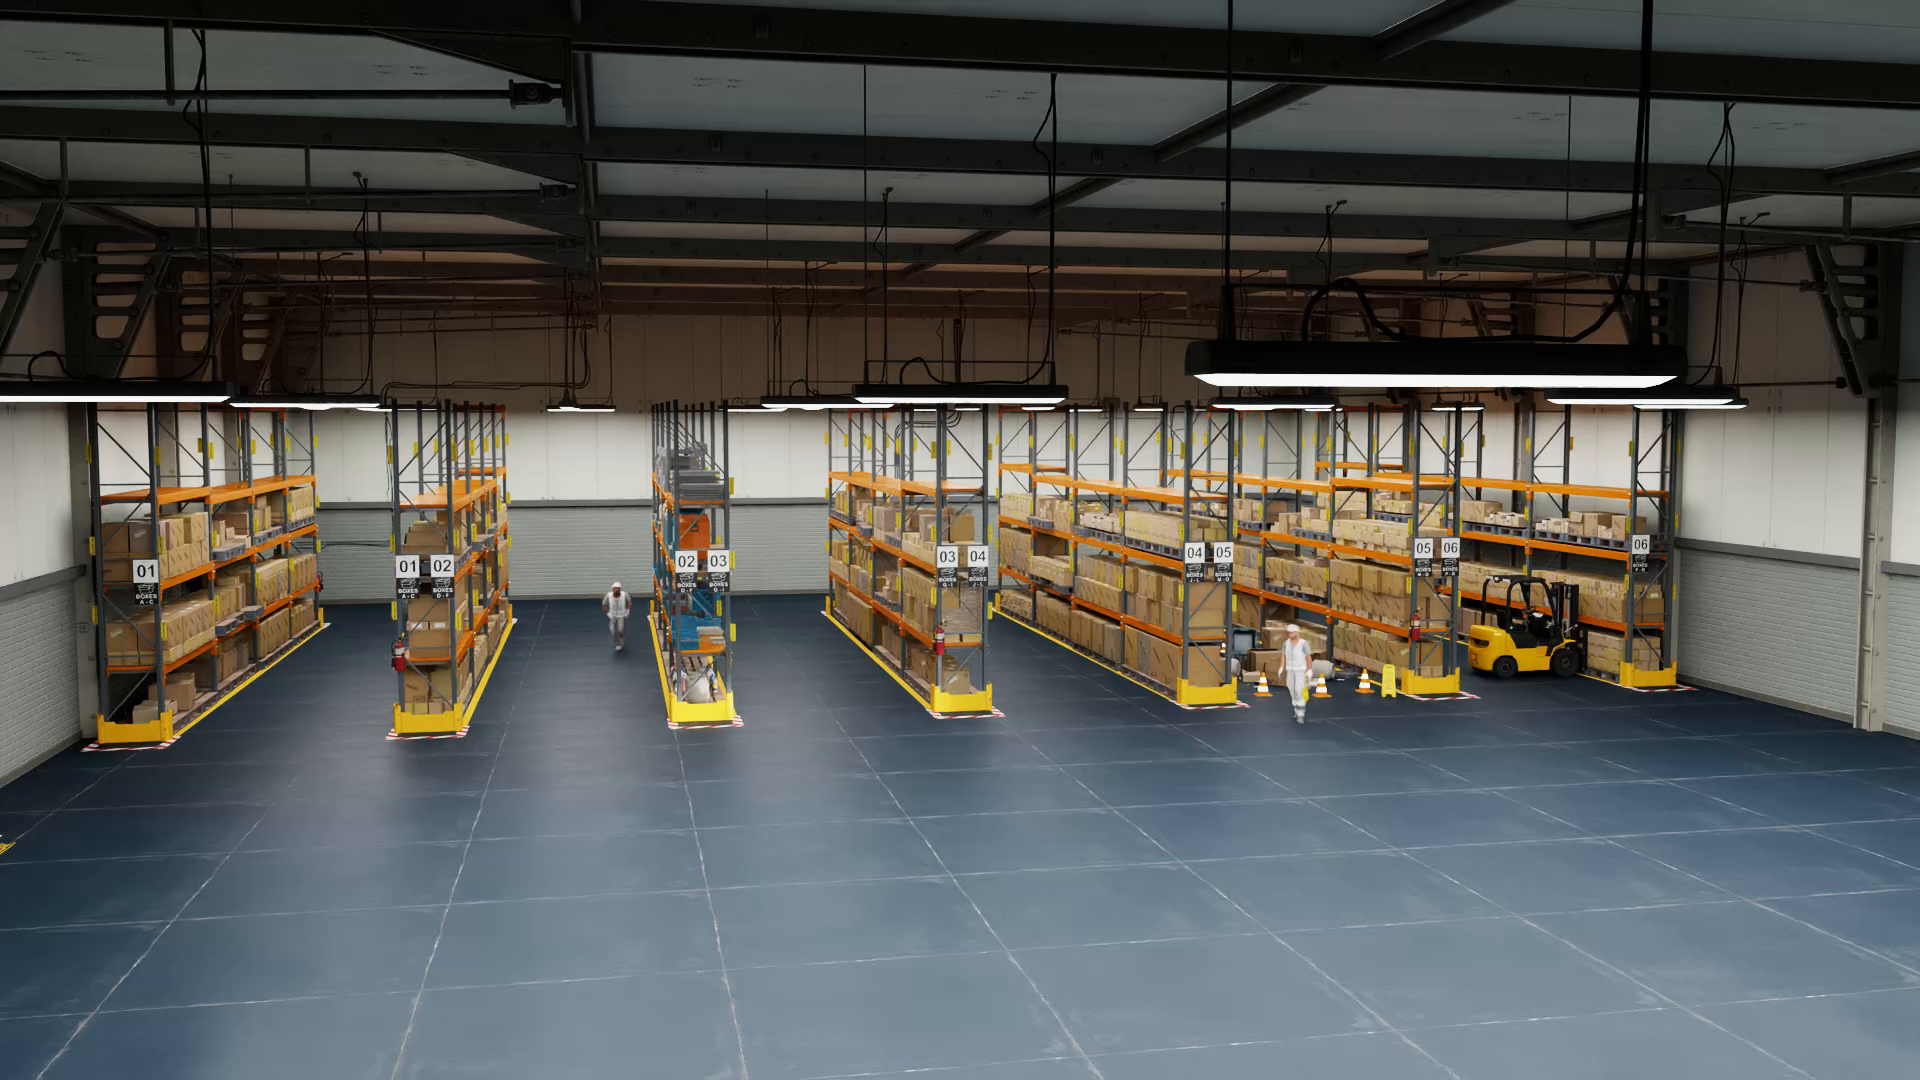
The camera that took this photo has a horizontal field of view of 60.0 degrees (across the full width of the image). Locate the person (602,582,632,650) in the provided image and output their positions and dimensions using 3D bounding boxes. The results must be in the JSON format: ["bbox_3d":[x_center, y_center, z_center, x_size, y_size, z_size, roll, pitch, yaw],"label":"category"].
[{"bbox_3d":[-8.318,1.848,40.333,0.674,1.680,0.647,0,4,-3],"label":"person"}]

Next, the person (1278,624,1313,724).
[{"bbox_3d":[6.279,2.490,31.161,0.628,1.806,0.623,4,6,41],"label":"person"}]

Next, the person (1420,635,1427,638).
[{"bbox_3d":[10.671,1.996,38.326,0.610,1.708,0.609,-3,5,-35],"label":"person"}]
